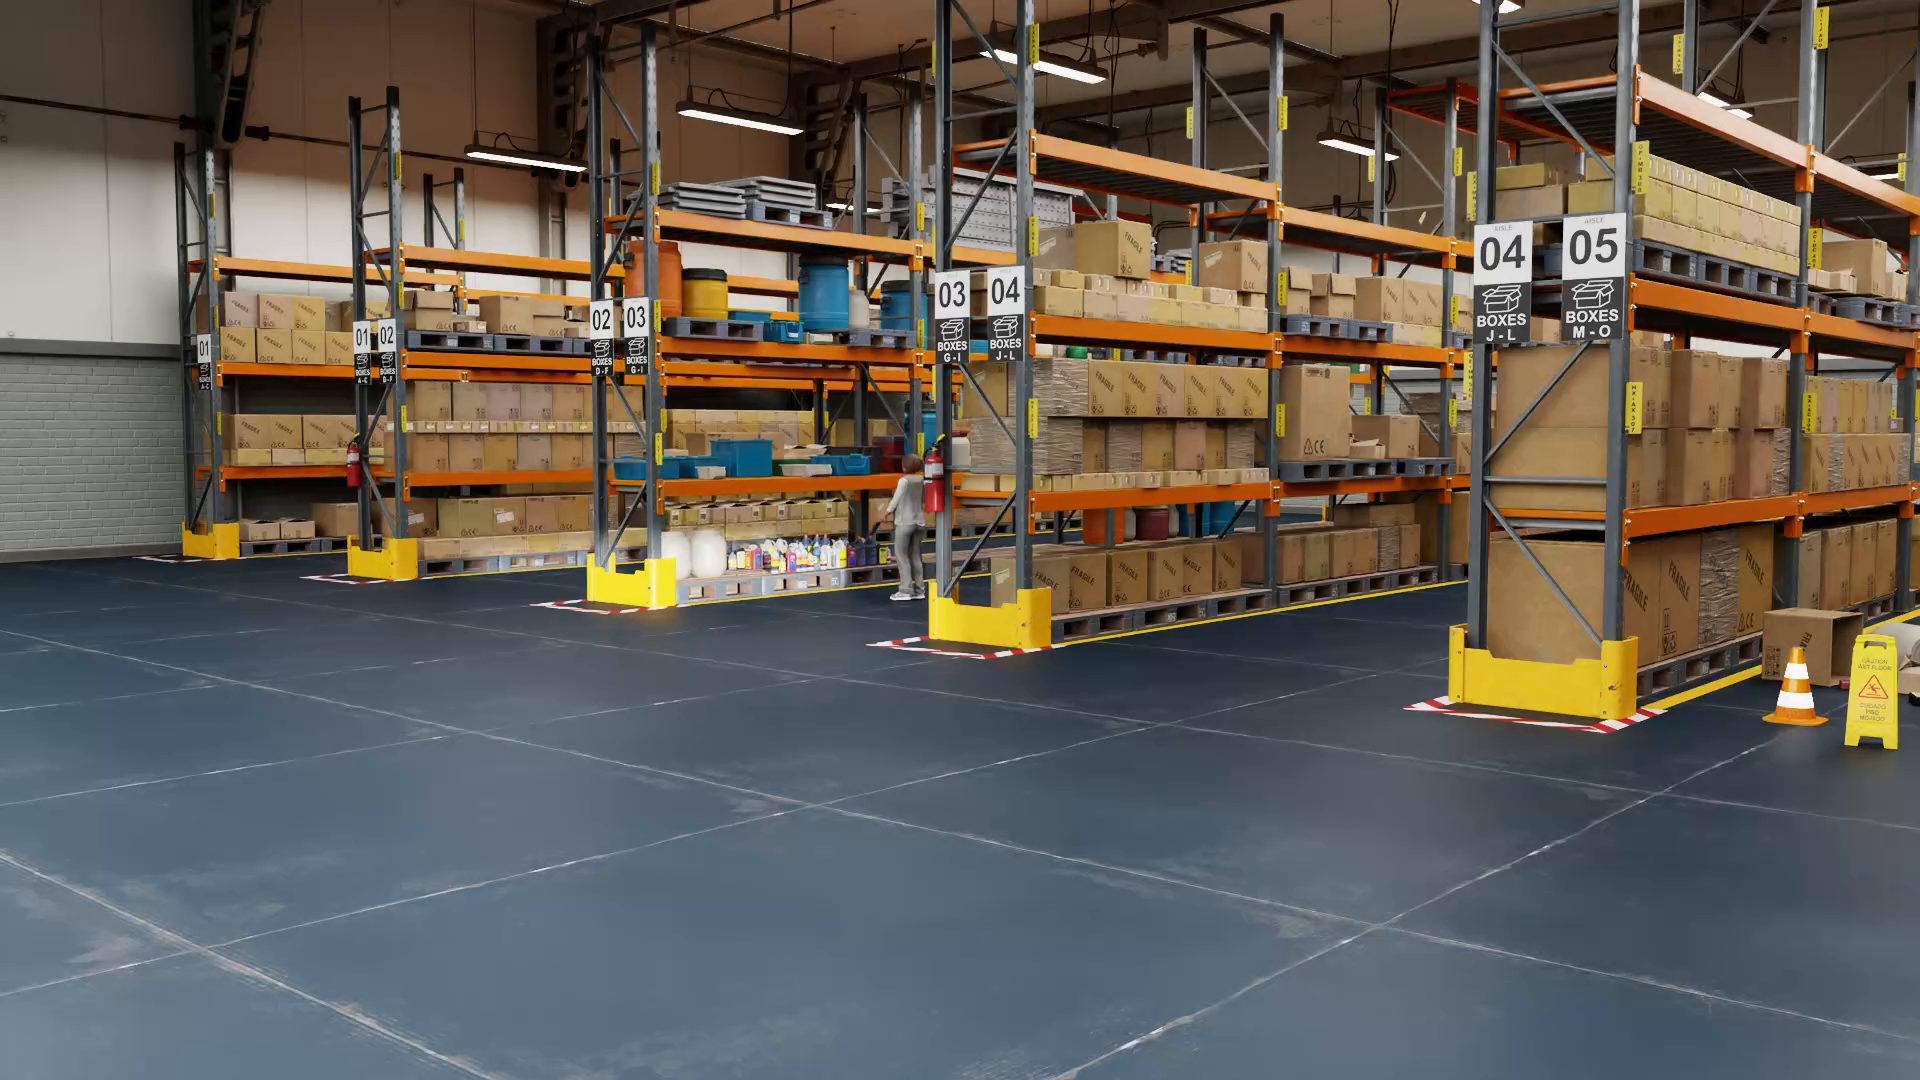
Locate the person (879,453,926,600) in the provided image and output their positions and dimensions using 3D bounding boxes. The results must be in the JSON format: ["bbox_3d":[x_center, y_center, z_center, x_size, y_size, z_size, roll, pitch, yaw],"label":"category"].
[{"bbox_3d":[-0.607,-0.099,18.017,0.493,1.494,0.404,3,5,42],"label":"person"}]
